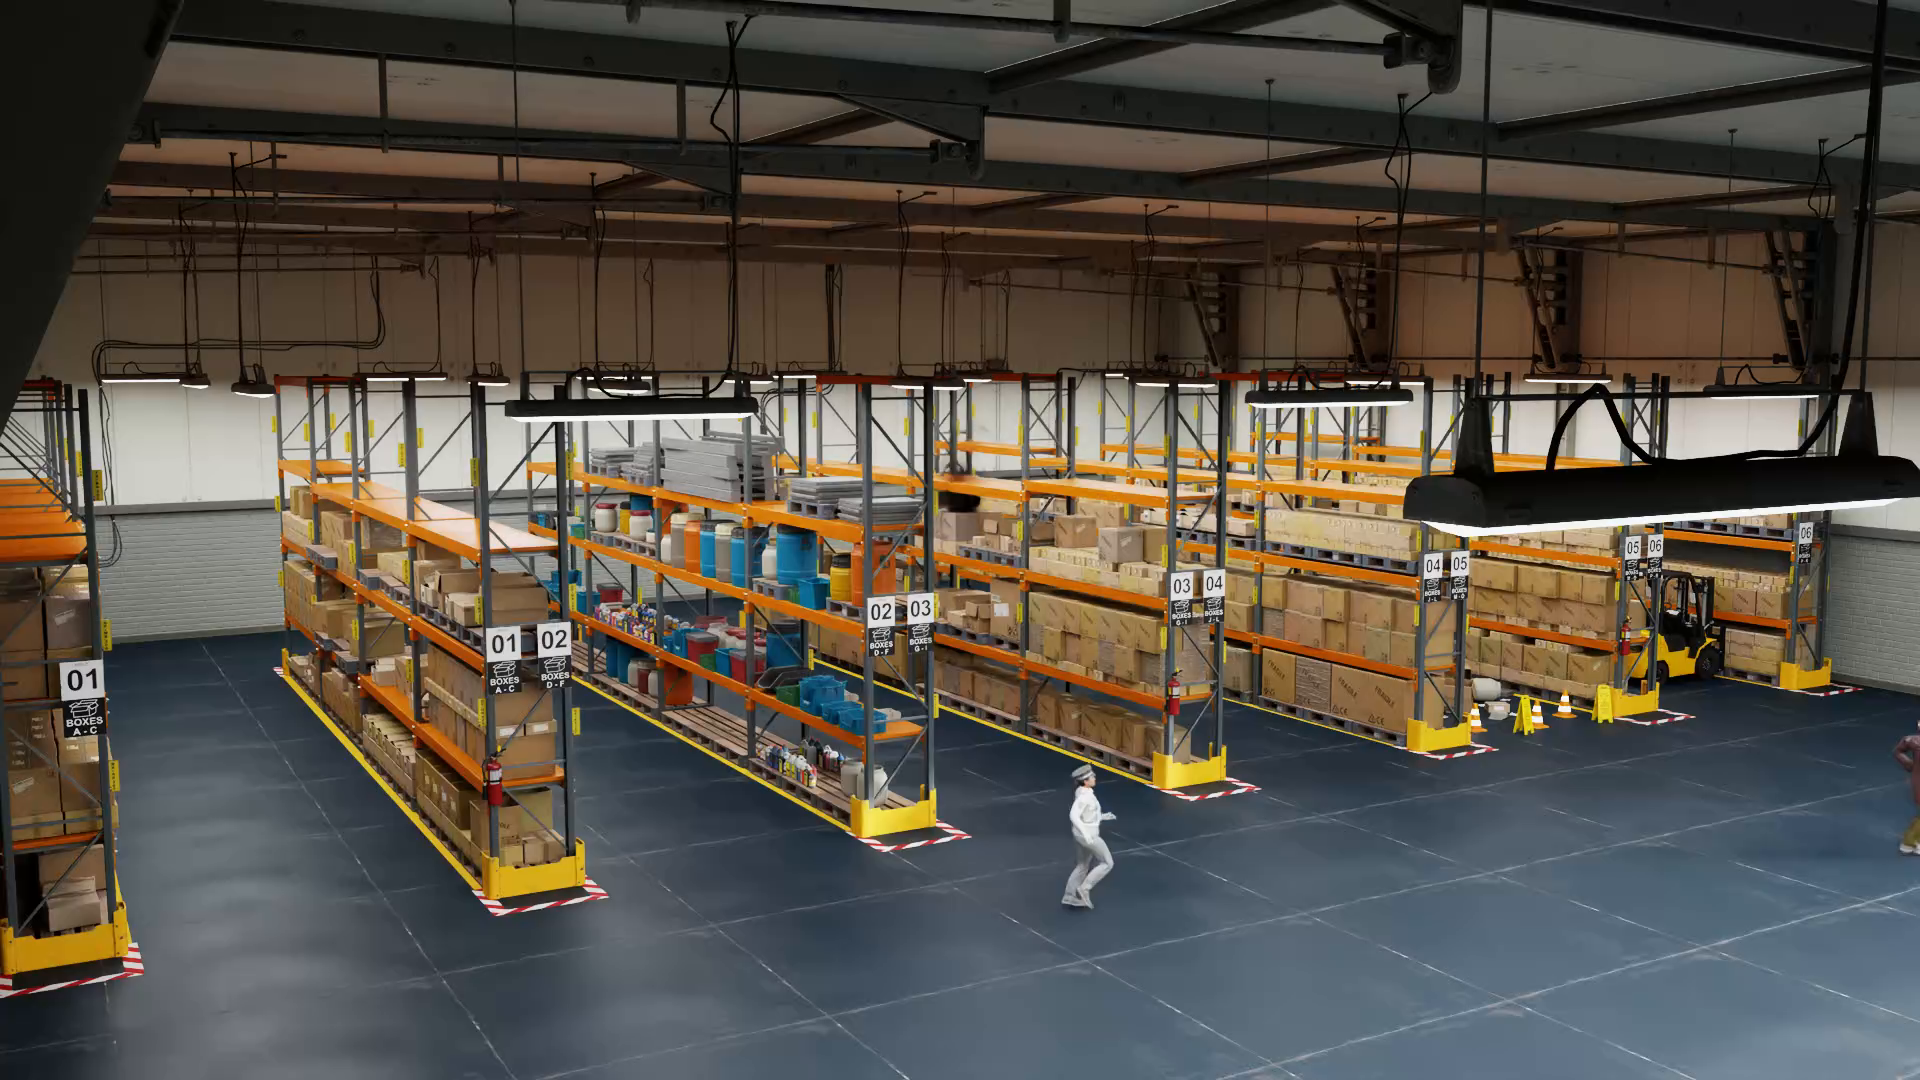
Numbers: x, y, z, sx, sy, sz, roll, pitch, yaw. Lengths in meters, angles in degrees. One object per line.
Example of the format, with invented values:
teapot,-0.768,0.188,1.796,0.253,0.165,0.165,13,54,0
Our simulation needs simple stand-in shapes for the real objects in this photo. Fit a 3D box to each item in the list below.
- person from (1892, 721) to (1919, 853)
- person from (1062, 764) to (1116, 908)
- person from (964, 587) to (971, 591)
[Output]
person,12.354,3.145,21.196,0.724,1.797,0.688,0,6,-2
person,1.491,3.398,19.124,0.633,1.660,0.587,-1,6,-8
person,0.136,1.785,34.298,0.505,1.646,0.717,-5,8,-37
